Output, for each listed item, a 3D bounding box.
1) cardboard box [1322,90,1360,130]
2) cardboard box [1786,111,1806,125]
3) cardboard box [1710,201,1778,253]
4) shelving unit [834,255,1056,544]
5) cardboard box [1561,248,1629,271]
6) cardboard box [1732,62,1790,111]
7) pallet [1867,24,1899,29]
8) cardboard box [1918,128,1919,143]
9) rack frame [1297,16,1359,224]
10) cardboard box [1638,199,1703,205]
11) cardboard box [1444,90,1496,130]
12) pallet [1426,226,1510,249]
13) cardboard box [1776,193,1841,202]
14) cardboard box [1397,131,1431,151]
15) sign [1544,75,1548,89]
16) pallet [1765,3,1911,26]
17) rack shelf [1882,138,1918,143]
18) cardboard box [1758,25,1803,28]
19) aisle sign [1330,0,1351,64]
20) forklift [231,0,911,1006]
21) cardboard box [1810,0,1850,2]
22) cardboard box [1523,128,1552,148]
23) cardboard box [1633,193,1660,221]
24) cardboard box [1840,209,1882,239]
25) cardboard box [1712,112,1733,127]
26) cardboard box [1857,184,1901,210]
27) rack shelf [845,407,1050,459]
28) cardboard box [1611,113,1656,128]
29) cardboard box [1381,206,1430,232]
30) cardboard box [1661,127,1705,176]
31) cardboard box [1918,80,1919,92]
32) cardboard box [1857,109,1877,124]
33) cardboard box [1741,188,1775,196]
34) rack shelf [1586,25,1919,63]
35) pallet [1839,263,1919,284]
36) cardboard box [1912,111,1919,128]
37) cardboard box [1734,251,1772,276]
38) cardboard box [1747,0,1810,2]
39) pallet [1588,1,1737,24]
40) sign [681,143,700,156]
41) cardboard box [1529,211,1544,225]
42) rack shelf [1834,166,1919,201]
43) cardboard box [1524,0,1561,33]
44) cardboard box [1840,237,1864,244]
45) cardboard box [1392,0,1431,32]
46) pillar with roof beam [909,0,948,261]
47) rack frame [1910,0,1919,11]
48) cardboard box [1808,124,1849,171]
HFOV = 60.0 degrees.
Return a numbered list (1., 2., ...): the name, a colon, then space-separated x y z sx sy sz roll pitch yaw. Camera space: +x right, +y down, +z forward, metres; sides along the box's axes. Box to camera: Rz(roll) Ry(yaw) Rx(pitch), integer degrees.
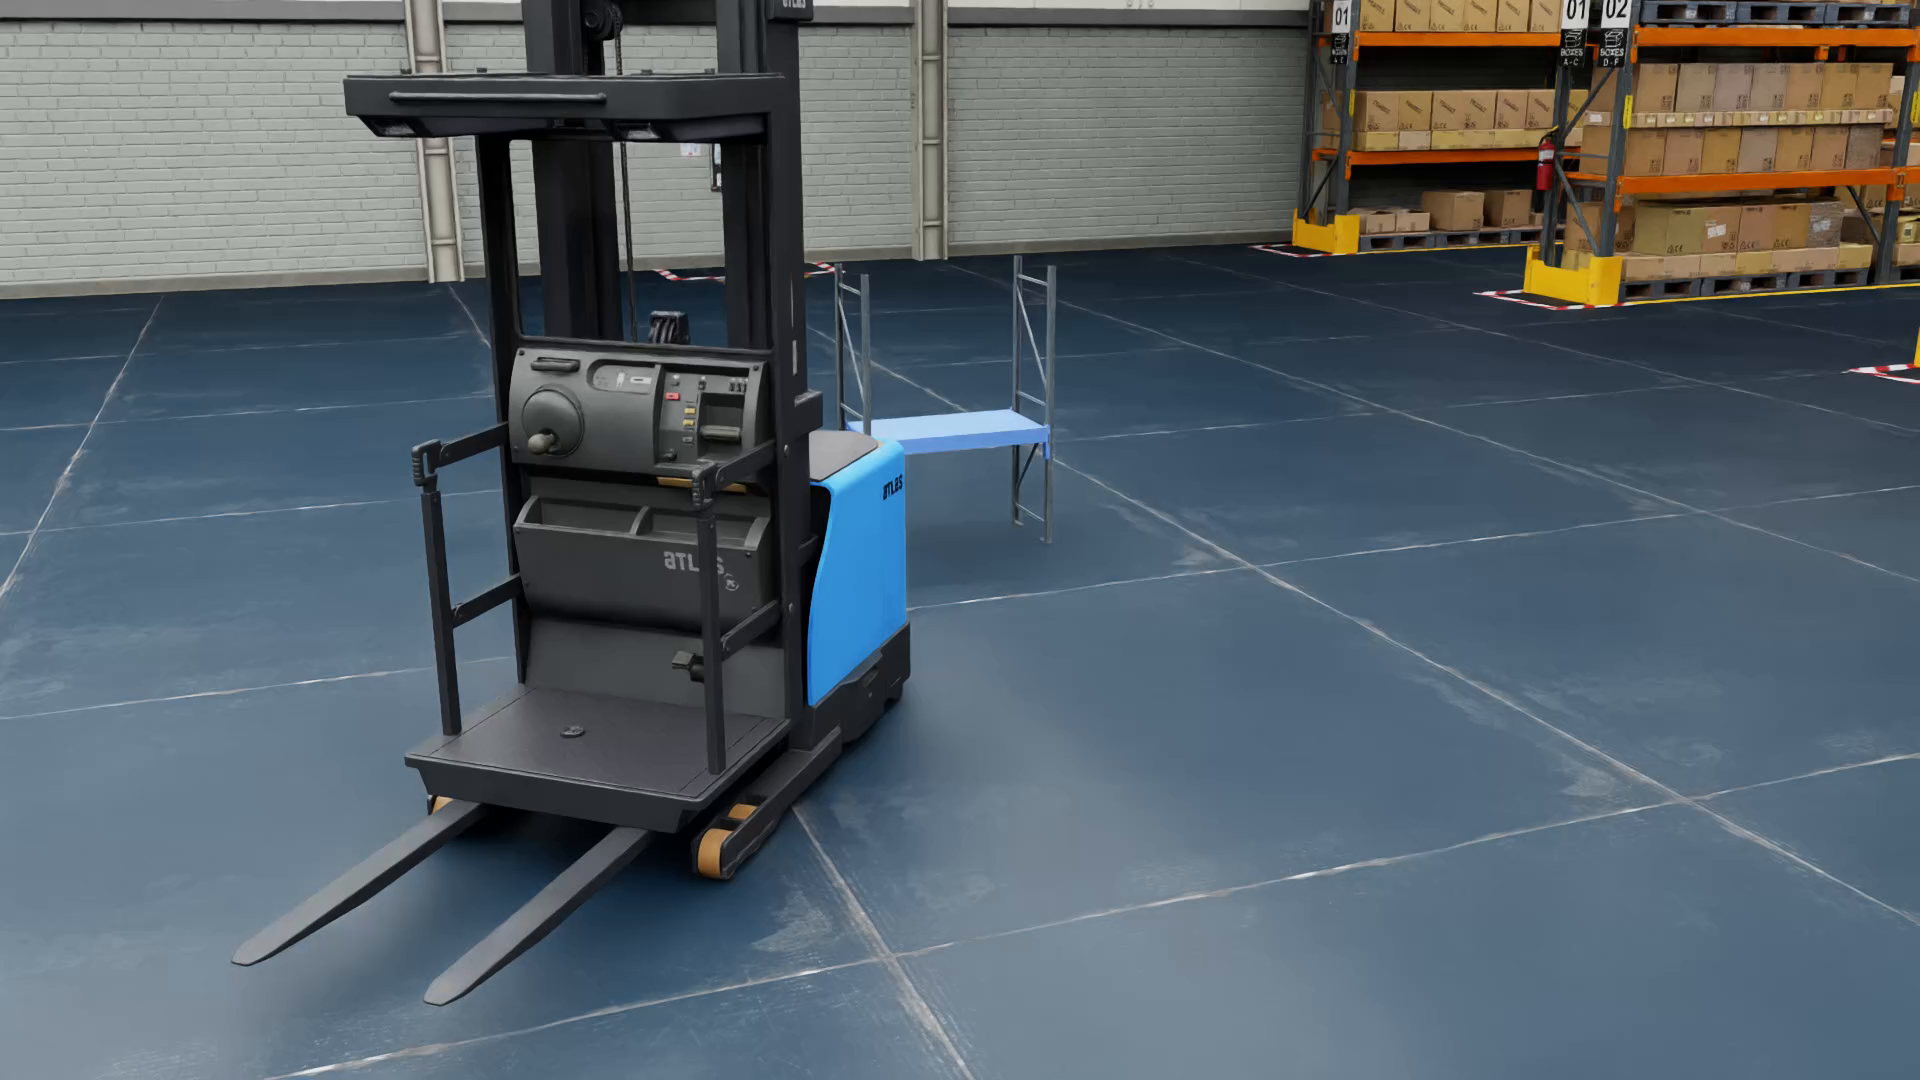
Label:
1. cardboard box: 5.231 -5.781 22.359 0.500 0.500 0.500 -6 18 -21
2. cardboard box: 9.015 -4.628 18.205 0.250 0.149 0.380 -6 17 -18
3. cardboard box: 8.625 -3.465 18.377 0.500 0.500 0.500 -6 17 -20
4. shelving unit: -0.080 -0.711 8.858 1.048 1.500 0.538 -6 17 -20
5. cardboard box: 7.038 -3.091 18.434 0.500 0.250 0.500 -6 17 -20
6. cardboard box: 8.560 -4.952 18.159 0.500 0.500 0.700 -6 17 -20
7. pallet: 13.963 -7.727 25.100 1.213 0.211 1.003 -5 17 -18
8. cardboard box: 11.593 -4.654 19.446 0.500 0.500 0.500 -5 17 -16
9. rack frame: 4.867 -5.380 22.094 0.127 3.000 1.000 -6 17 -20
10. cardboard box: 7.966 -3.556 18.687 0.500 0.500 0.500 -6 17 -20
11. cardboard box: 6.848 -5.799 22.422 0.500 0.500 0.500 -6 17 -18
12. pallet: 6.847 -4.244 23.176 1.213 0.211 1.003 -6 17 -20
13. cardboard box: 9.833 -3.758 19.374 0.500 0.500 0.500 -6 17 -20
14. cardboard box: 5.916 -5.339 22.187 0.500 0.250 0.500 -7 18 -22
15. sign: 8.400 -6.484 23.800 0.005 0.325 0.100 -6 17 -20
16. pallet: 9.591 -5.784 18.304 1.213 0.211 1.003 -6 17 -20
17. rack shelf: 14.205 -6.043 25.629 4.000 0.370 1.077 -6 17 -20
18. cardboard box: 11.762 -7.449 23.939 0.500 0.311 0.500 -6 17 -20
19. aisle sign: 4.907 -6.541 21.434 0.004 0.787 0.394 -6 17 -20
20. forklift: -1.159 -0.437 5.384 1.130 2.935 3.031 5 17 18
21. cardboard box: 9.350 -5.874 17.905 0.250 0.149 0.380 -6 17 -20
22. cardboard box: 7.800 -5.545 22.888 0.500 0.250 0.500 -6 17 -20
23. cardboard box: 9.748 -4.939 24.248 0.500 0.500 0.700 -7 18 -21
24. cardboard box: 10.654 -3.748 19.676 0.500 0.311 0.500 -6 17 -20
25. cardboard box: 8.050 -4.523 17.849 0.250 0.149 0.380 -7 18 -22
26. cardboard box: 13.891 -5.483 25.514 0.750 0.750 0.750 -6 17 -20
27. rack shelf: -0.080 -0.538 8.908 1.000 0.185 0.538 -6 17 -20
28. cardboard box: 7.087 -4.419 17.493 0.250 0.149 0.380 -6 18 -20
29. cardboard box: 6.078 -4.404 22.764 0.500 0.311 0.500 -5 17 -15
30. cardboard box: 7.572 -4.223 17.977 0.500 0.500 0.700 -6 17 -19
31. cardboard box: 14.295 -6.883 25.142 0.500 0.250 0.500 -7 18 -21
32. cardboard box: 9.969 -4.731 18.557 0.250 0.149 0.380 -7 18 -21
33. cardboard box: 11.684 -5.112 24.837 0.500 0.500 0.700 -6 17 -19
34. rack shelf: 8.511 -5.372 18.023 4.000 0.370 1.077 -6 17 -20
35. pallet: 11.052 -3.227 19.711 1.213 0.211 1.003 -6 17 -20
36. cardboard box: 14.322 -6.523 25.246 0.500 0.500 0.500 -6 17 -19
37. cardboard box: 8.625 -3.105 18.484 0.500 0.250 0.500 -6 17 -20
38. cardboard box: 8.795 -6.105 18.062 0.637 0.503 0.797 -4 17 -14
39. pallet: 7.313 -5.538 17.467 1.213 0.211 1.003 -6 17 -20
40. sign: -3.266 -4.822 20.133 0.234 0.329 0.001 -6 17 -20
41. cardboard box: 8.113 -4.573 23.594 0.250 0.166 0.380 -9 18 -27
42. rack shelf: 12.246 -4.337 19.819 4.000 0.370 1.077 -6 17 -20
43. cardboard box: 7.742 -7.116 22.471 0.500 0.500 0.500 -8 18 -25
44. cardboard box: 10.662 -3.480 19.761 0.500 0.250 0.500 -6 18 -21
45. cardboard box: 5.783 -6.889 21.698 0.500 0.500 0.500 -5 17 -16
46. pillar with roof beam: 1.149 -6.819 16.347 0.400 9.000 9.100 -6 17 -20
47. rack frame: 10.378 -7.358 18.185 0.127 3.000 1.000 -6 17 -20
48. cardboard box: 9.476 -4.427 18.672 0.500 0.500 0.700 -6 18 -21
